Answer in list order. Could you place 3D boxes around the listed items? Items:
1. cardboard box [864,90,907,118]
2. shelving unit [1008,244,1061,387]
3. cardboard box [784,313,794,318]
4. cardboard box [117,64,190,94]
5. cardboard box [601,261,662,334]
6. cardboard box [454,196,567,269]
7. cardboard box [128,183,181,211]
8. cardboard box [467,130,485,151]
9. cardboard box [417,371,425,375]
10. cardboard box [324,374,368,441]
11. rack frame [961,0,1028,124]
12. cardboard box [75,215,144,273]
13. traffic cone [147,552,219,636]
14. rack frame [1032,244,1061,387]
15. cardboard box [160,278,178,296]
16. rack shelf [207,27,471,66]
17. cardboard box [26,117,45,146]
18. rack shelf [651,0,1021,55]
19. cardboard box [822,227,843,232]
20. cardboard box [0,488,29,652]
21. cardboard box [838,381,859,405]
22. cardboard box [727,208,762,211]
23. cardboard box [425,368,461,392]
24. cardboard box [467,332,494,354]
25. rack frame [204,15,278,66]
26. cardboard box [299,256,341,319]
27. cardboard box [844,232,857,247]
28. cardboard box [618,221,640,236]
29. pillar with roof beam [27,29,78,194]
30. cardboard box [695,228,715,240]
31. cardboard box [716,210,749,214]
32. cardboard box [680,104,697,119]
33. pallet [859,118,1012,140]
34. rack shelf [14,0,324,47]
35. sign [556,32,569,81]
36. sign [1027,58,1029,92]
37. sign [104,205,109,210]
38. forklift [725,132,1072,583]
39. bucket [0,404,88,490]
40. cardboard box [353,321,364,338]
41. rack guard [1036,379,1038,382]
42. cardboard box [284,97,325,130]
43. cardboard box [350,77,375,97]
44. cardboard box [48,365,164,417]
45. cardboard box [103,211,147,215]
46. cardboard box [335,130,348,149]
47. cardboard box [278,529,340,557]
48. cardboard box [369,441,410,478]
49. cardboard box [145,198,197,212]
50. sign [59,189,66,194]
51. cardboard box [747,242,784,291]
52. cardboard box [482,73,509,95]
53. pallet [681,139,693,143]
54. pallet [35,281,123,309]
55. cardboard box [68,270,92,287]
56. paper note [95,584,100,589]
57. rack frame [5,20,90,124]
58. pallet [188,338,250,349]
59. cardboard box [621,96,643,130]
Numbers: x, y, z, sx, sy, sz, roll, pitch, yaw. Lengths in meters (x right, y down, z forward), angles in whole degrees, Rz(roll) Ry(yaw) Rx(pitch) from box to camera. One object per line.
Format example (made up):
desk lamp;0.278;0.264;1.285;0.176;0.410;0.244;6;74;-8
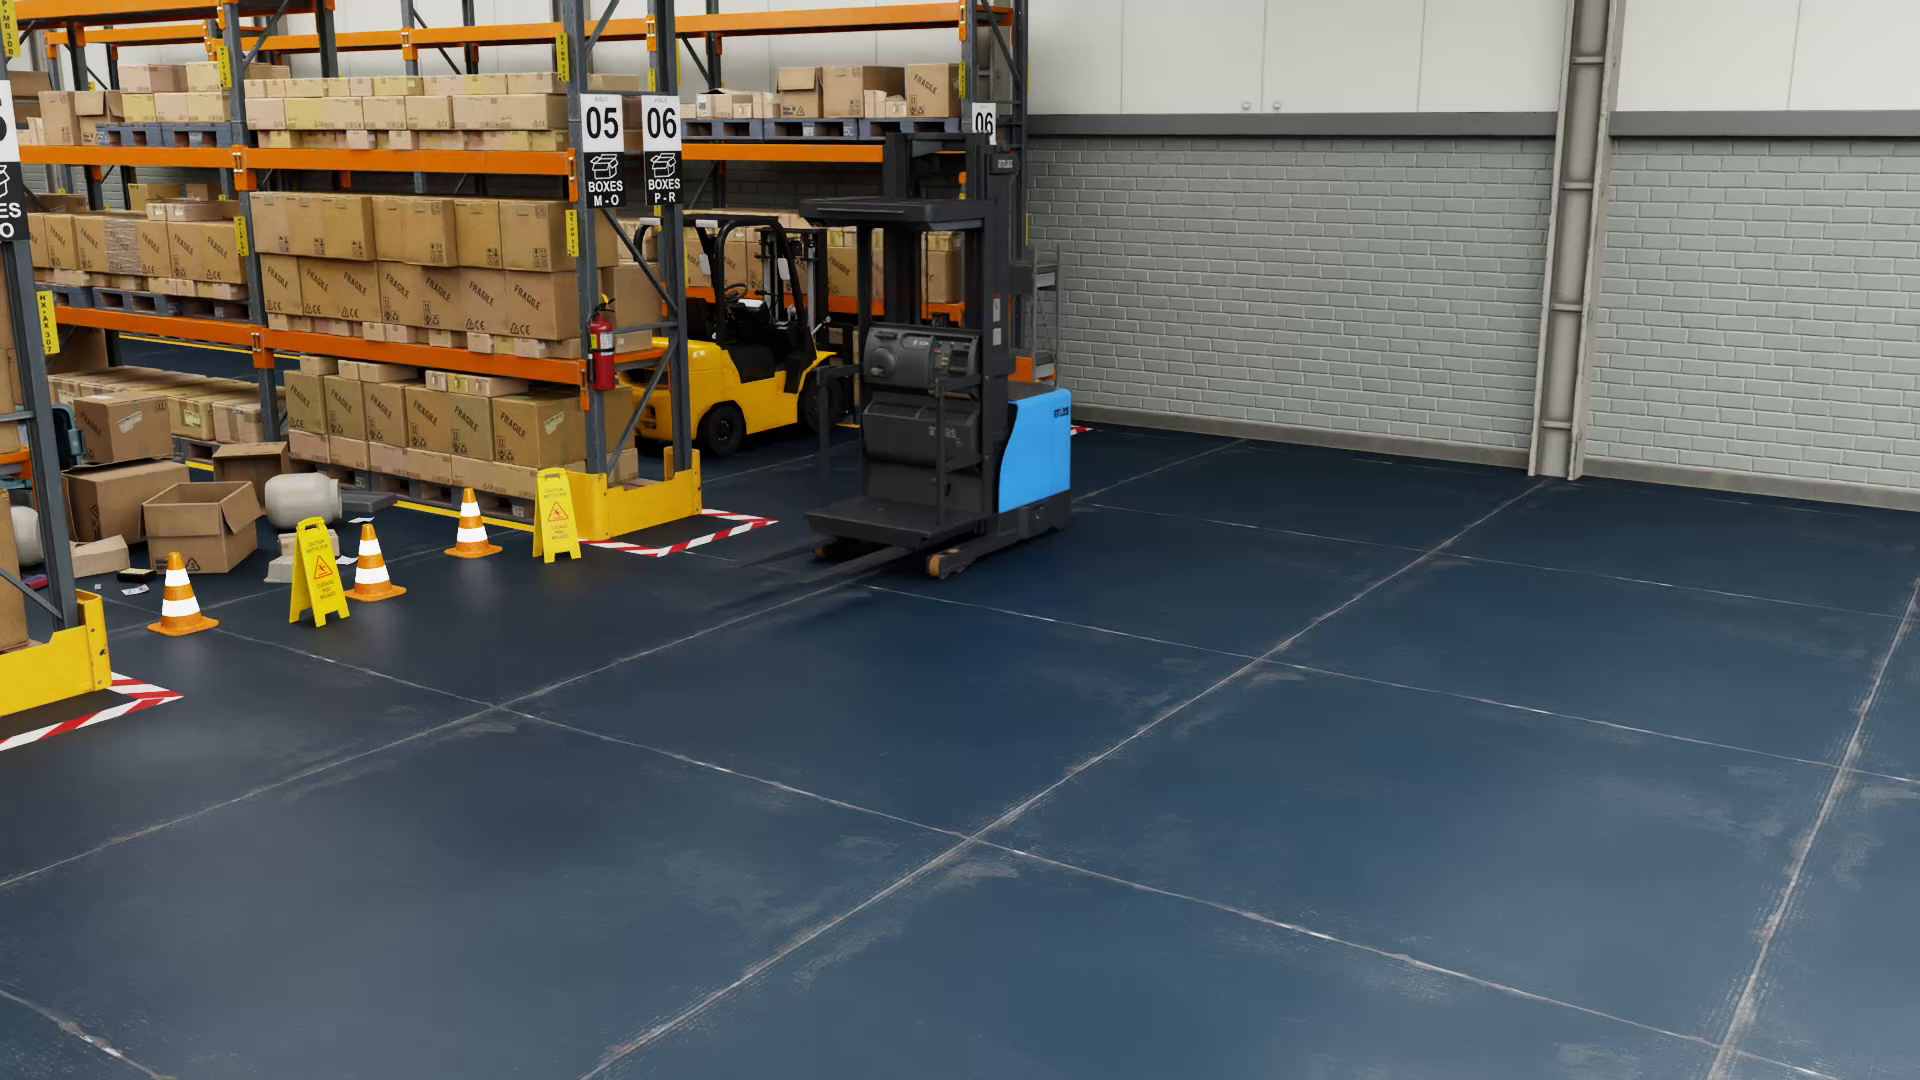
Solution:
cardboard box;-0.730;-4.290;16.367;0.258;0.266;0.396;9;17;33
shelving unit;0.460;-1.256;13.028;0.503;2.100;0.431;9;16;32
cardboard box;-2.036;-2.361;18.386;0.500;0.250;0.500;9;16;32
cardboard box;-7.159;-4.123;14.893;0.500;0.250;0.500;10;17;34
cardboard box;-2.667;-1.884;12.865;0.500;0.500;0.500;9;16;32
cardboard box;-3.391;-2.345;12.646;0.500;0.500;0.700;9;17;33
cardboard box;-11.467;-4.828;23.718;0.500;0.500;0.500;10;17;34
cardboard box;-3.481;-3.015;12.541;0.250;0.149;0.380;9;17;33
cardboard box;-4.261;-1.180;14.135;0.500;0.500;0.500;10;17;36
cardboard box;-4.959;-1.139;13.972;0.500;0.500;0.500;10;17;35
rack frame;0.338;-5.475;15.712;0.127;3.000;1.000;9;17;33
cardboard box;-7.942;-2.797;15.679;0.500;0.500;0.500;10;17;34
traffic cone;-4.756;0.305;10.127;0.334;0.463;0.336;9;17;33
rack frame;0.665;-1.224;12.898;0.015;2.100;0.400;9;16;32
cardboard box;-6.986;-2.304;15.039;0.250;0.149;0.380;9;17;33
rack shelf;-7.960;-6.272;21.264;4.000;0.370;1.077;9;17;33
cardboard box;-8.689;-3.926;15.976;0.258;0.266;0.396;9;17;33
rack shelf;-1.322;-5.200;16.930;4.000;0.370;1.077;9;17;33
cardboard box;-1.192;-3.228;16.942;0.250;0.149;0.380;10;17;34
cardboard box;-5.708;0.178;8.910;0.875;0.875;0.875;9;17;33
cardboard box;-1.046;-1.569;17.268;0.500;0.250;0.500;9;17;33
cardboard box;-2.362;-3.582;18.375;0.250;0.149;0.380;9;16;31
cardboard box;-4.006;-1.282;13.196;0.250;0.149;0.380;10;17;35
cardboard box;-3.562;-1.537;12.812;0.250;0.149;0.380;10;17;34
rack frame;-9.619;-7.084;22.213;0.127;3.000;1.000;9;17;33
cardboard box;-5.109;-2.124;13.836;0.500;0.500;0.500;9;17;33
cardboard box;-0.963;-3.054;16.859;0.250;0.149;0.380;9;16;31
cardboard box;-3.613;-3.495;18.641;0.250;0.149;0.380;9;16;32
pillar with roof beam;-17.075;-7.303;23.099;0.400;9.000;9.100;9;17;33
cardboard box;-2.648;-3.333;17.986;0.250;0.149;0.380;10;17;34
cardboard box;-2.398;-3.455;17.862;0.250;0.149;0.380;9;16;32
cardboard box;-2.778;-4.565;17.719;0.250;0.149;0.380;10;17;34
pallet;-0.234;-4.076;16.487;1.213;0.211;1.003;9;17;33
rack shelf;-7.408;-4.746;15.097;4.000;0.370;1.077;9;17;33
sign;-2.756;-3.350;11.529;0.005;0.325;0.100;9;17;33
sign;0.653;-4.591;16.401;0.005;0.325;0.100;9;17;33
sign;-8.772;-3.278;17.079;0.005;0.325;0.100;9;17;33
forklift;-0.392;-1.289;11.432;1.130;2.935;3.031;9;17;33
bucket;-7.027;-0.699;12.552;0.726;0.611;0.620;-10;7;-35
cardboard box;-4.765;-1.758;13.705;0.250;0.149;0.380;9;17;33
rack guard;0.358;-1.346;16.720;0.348;0.500;1.175;9;17;33
cardboard box;-5.103;-3.455;13.490;0.500;0.250;0.500;9;17;32
cardboard box;-4.558;-3.559;13.078;0.250;0.149;0.380;9;16;32
cardboard box;-8.604;-1.496;16.718;0.625;0.372;0.950;8;16;29
cardboard box;-8.100;-2.969;16.375;0.500;0.500;0.500;9;16;32
cardboard box;-4.772;-3.215;13.349;0.250;0.149;0.380;9;16;31
cardboard box;-4.644;0.039;11.858;0.380;0.149;0.250;-7;15;-25
cardboard box;-4.518;-0.705;13.777;0.500;0.250;0.500;9;16;32
cardboard box;-7.552;-3.194;15.931;0.250;0.149;0.380;8;16;30
sign;-13.241;-5.020;24.559;0.005;0.325;0.100;9;17;33
cardboard box;-1.896;-2.902;17.595;0.500;0.500;0.500;9;17;32
cardboard box;-3.289;-3.353;12.246;0.250;0.149;0.380;9;16;32
pallet;-3.720;-4.578;18.729;1.217;0.209;0.805;8;16;31
pallet;-8.417;-2.478;16.489;1.003;0.211;1.213;9;17;33
cardboard box;-8.268;-2.515;15.889;0.250;0.149;0.380;9;17;33
paper note;-5.731;0.309;11.052;0.032;0.001;0.123;-7;15;-25
rack frame;-9.067;-5.557;16.046;0.127;3.000;1.000;9;17;33
pallet;-10.189;-2.910;23.641;1.213;0.211;1.003;9;17;33
cardboard box;-2.698;-3.221;12.541;0.500;0.250;0.500;9;16;32
